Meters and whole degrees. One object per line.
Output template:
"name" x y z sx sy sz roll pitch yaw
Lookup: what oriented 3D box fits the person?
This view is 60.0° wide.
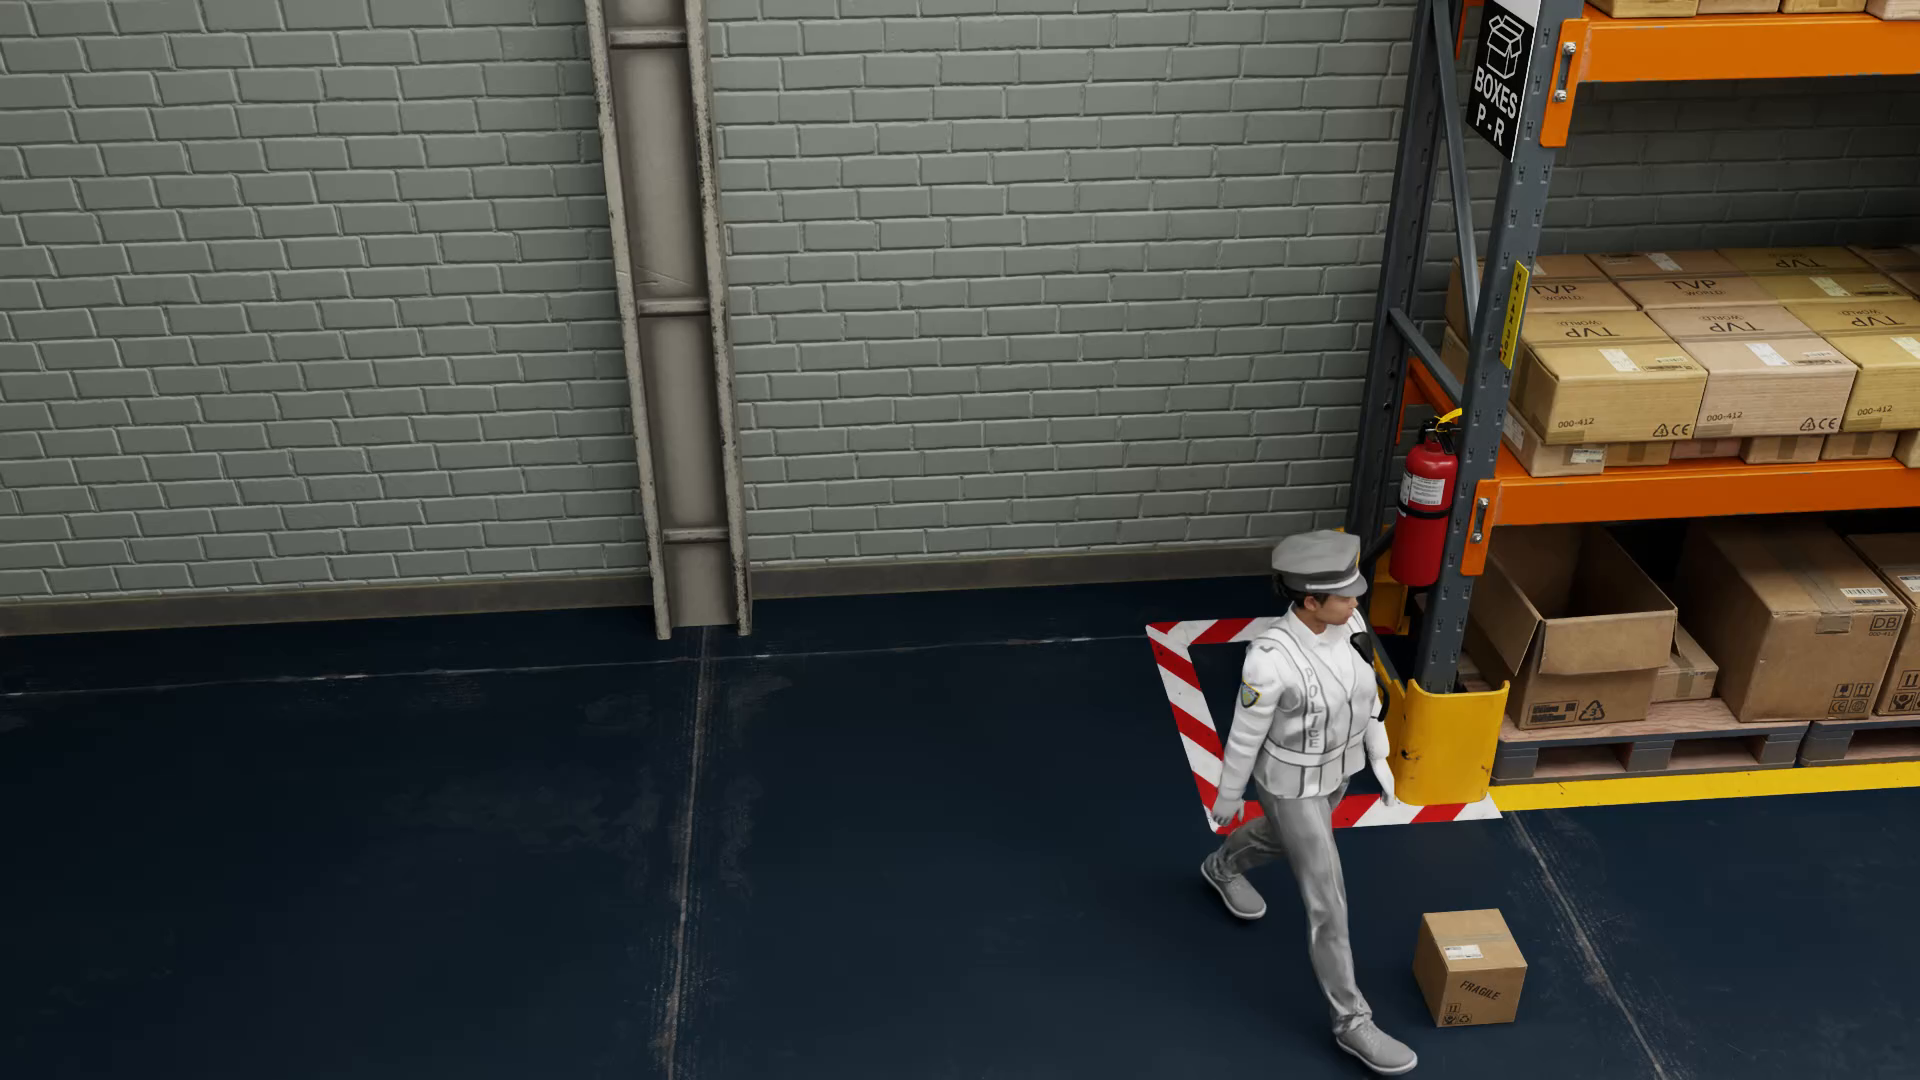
"person" 13.375 0.908 0.565 13.221 5.845 23.372 -26 40 -36
